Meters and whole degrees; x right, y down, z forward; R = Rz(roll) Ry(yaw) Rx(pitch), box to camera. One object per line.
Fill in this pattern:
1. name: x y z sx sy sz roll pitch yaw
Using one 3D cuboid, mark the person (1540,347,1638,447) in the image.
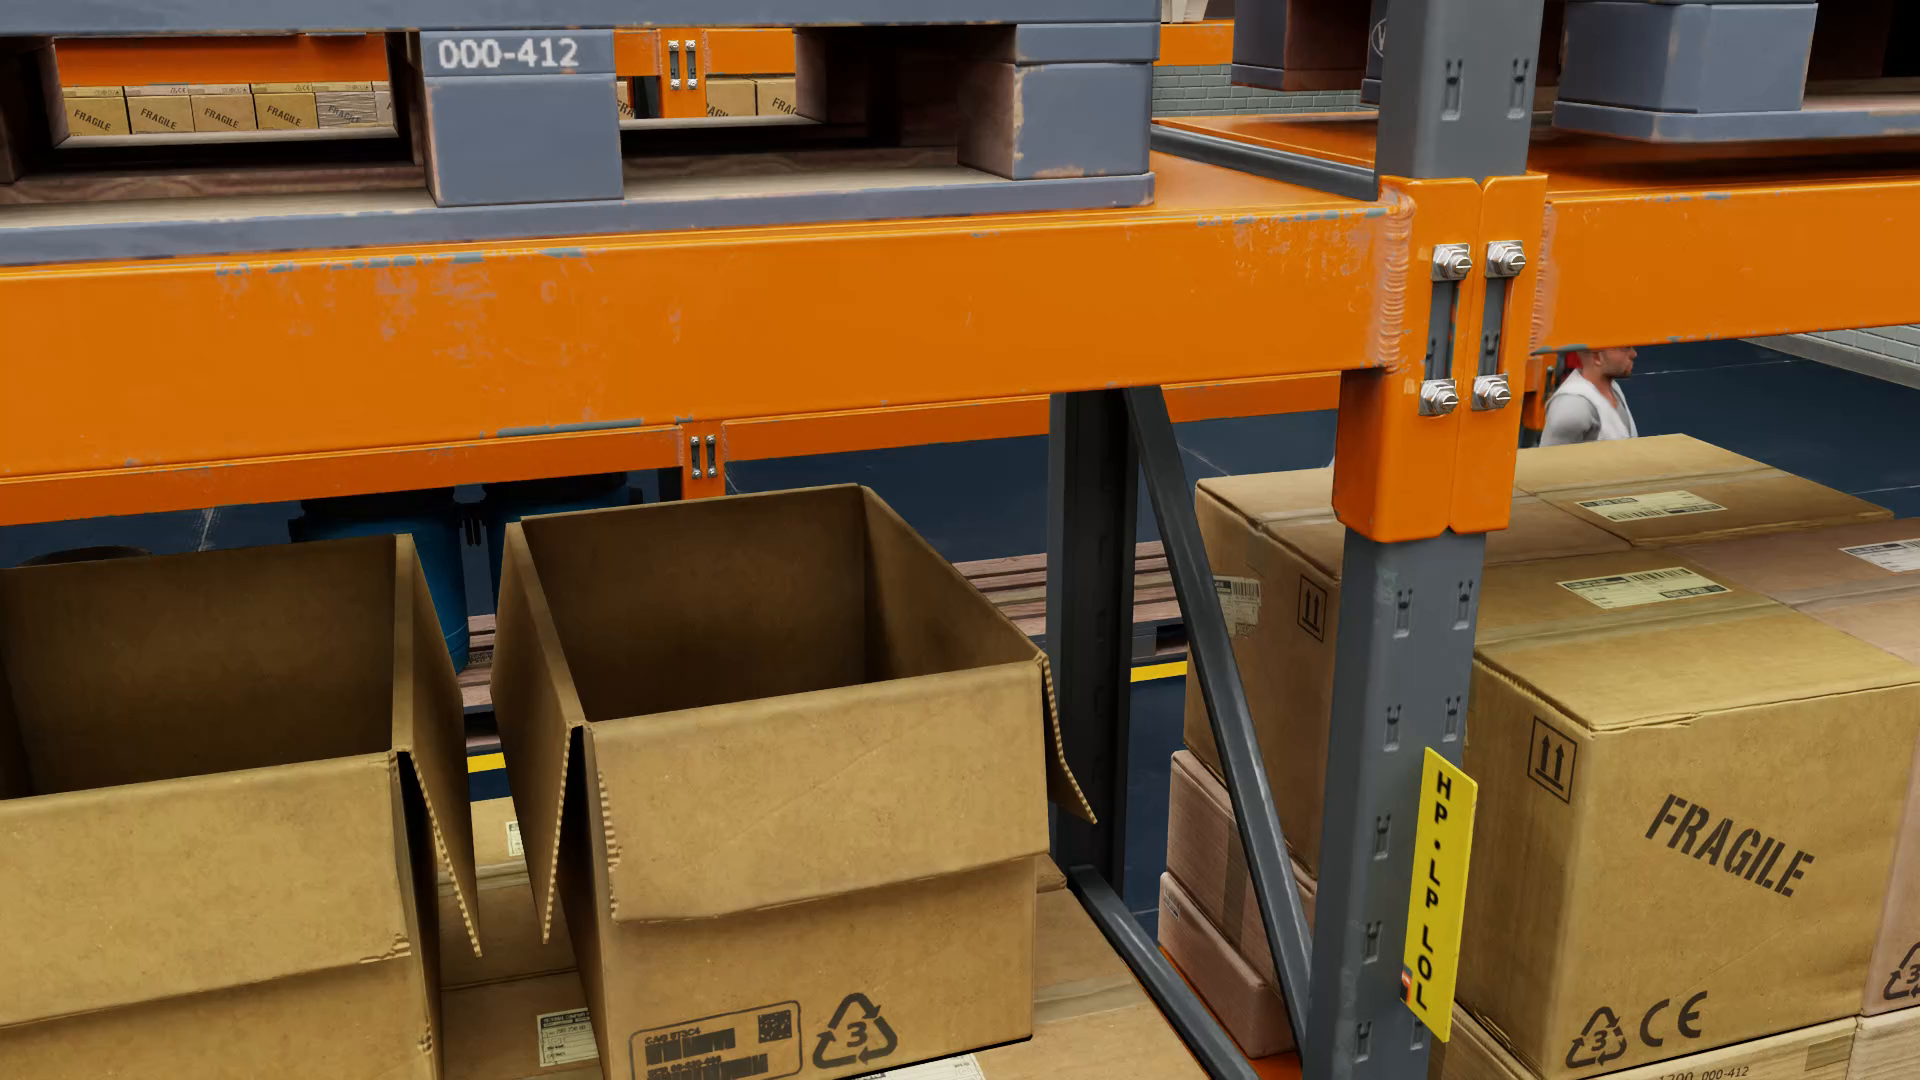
1. person: 2.457 0.001 6.510 0.511 1.834 0.592 11 22 30
